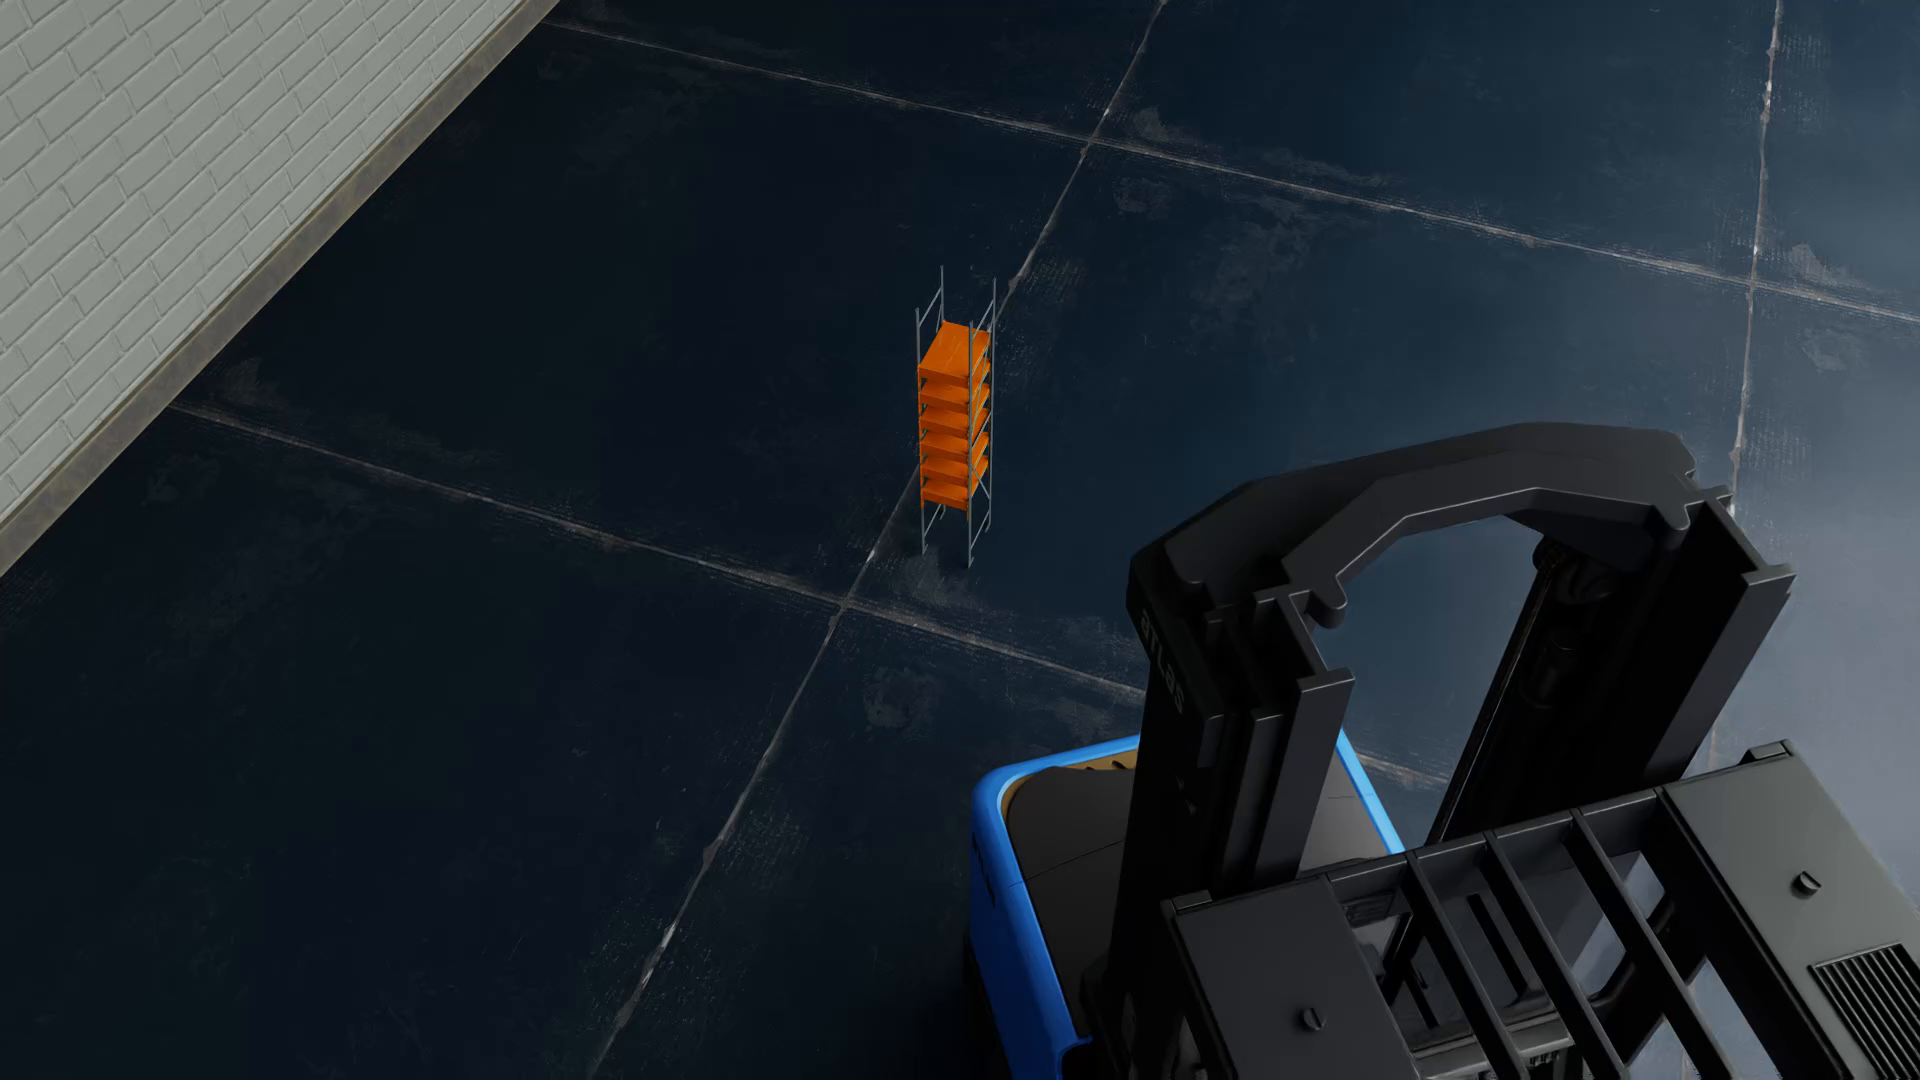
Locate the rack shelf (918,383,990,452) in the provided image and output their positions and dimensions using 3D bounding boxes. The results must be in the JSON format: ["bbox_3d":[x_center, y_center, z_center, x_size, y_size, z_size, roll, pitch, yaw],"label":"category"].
[{"bbox_3d":[-0.014,-0.446,5.743,0.180,0.103,0.258,16,51,13],"label":"rack shelf"}]

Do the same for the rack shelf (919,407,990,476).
[{"bbox_3d":[-0.014,-0.368,5.833,0.180,0.103,0.258,16,51,13],"label":"rack shelf"}]

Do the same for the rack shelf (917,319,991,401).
[{"bbox_3d":[-0.014,-0.603,5.561,0.180,0.103,0.258,16,51,13],"label":"rack shelf"}]

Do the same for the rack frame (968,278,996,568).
[{"bbox_3d":[0.072,-0.373,5.779,0.006,1.200,0.240,16,51,13],"label":"rack frame"}]

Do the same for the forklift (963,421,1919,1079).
[{"bbox_3d":[0.902,1.325,3.162,1.130,2.935,3.031,-12,50,-10],"label":"forklift"}]

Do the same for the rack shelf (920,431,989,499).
[{"bbox_3d":[-0.014,-0.289,5.924,0.180,0.103,0.258,16,51,13],"label":"rack shelf"}]

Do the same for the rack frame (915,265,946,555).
[{"bbox_3d":[-0.099,-0.421,5.821,0.006,1.200,0.240,16,51,13],"label":"rack frame"}]

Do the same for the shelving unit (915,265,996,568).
[{"bbox_3d":[-0.014,-0.397,5.800,0.189,1.200,0.258,16,51,13],"label":"shelving unit"}]

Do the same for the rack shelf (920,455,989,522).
[{"bbox_3d":[-0.014,-0.210,6.015,0.180,0.103,0.258,16,51,13],"label":"rack shelf"}]

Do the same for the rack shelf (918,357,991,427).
[{"bbox_3d":[-0.014,-0.525,5.652,0.180,0.103,0.258,16,51,13],"label":"rack shelf"}]
